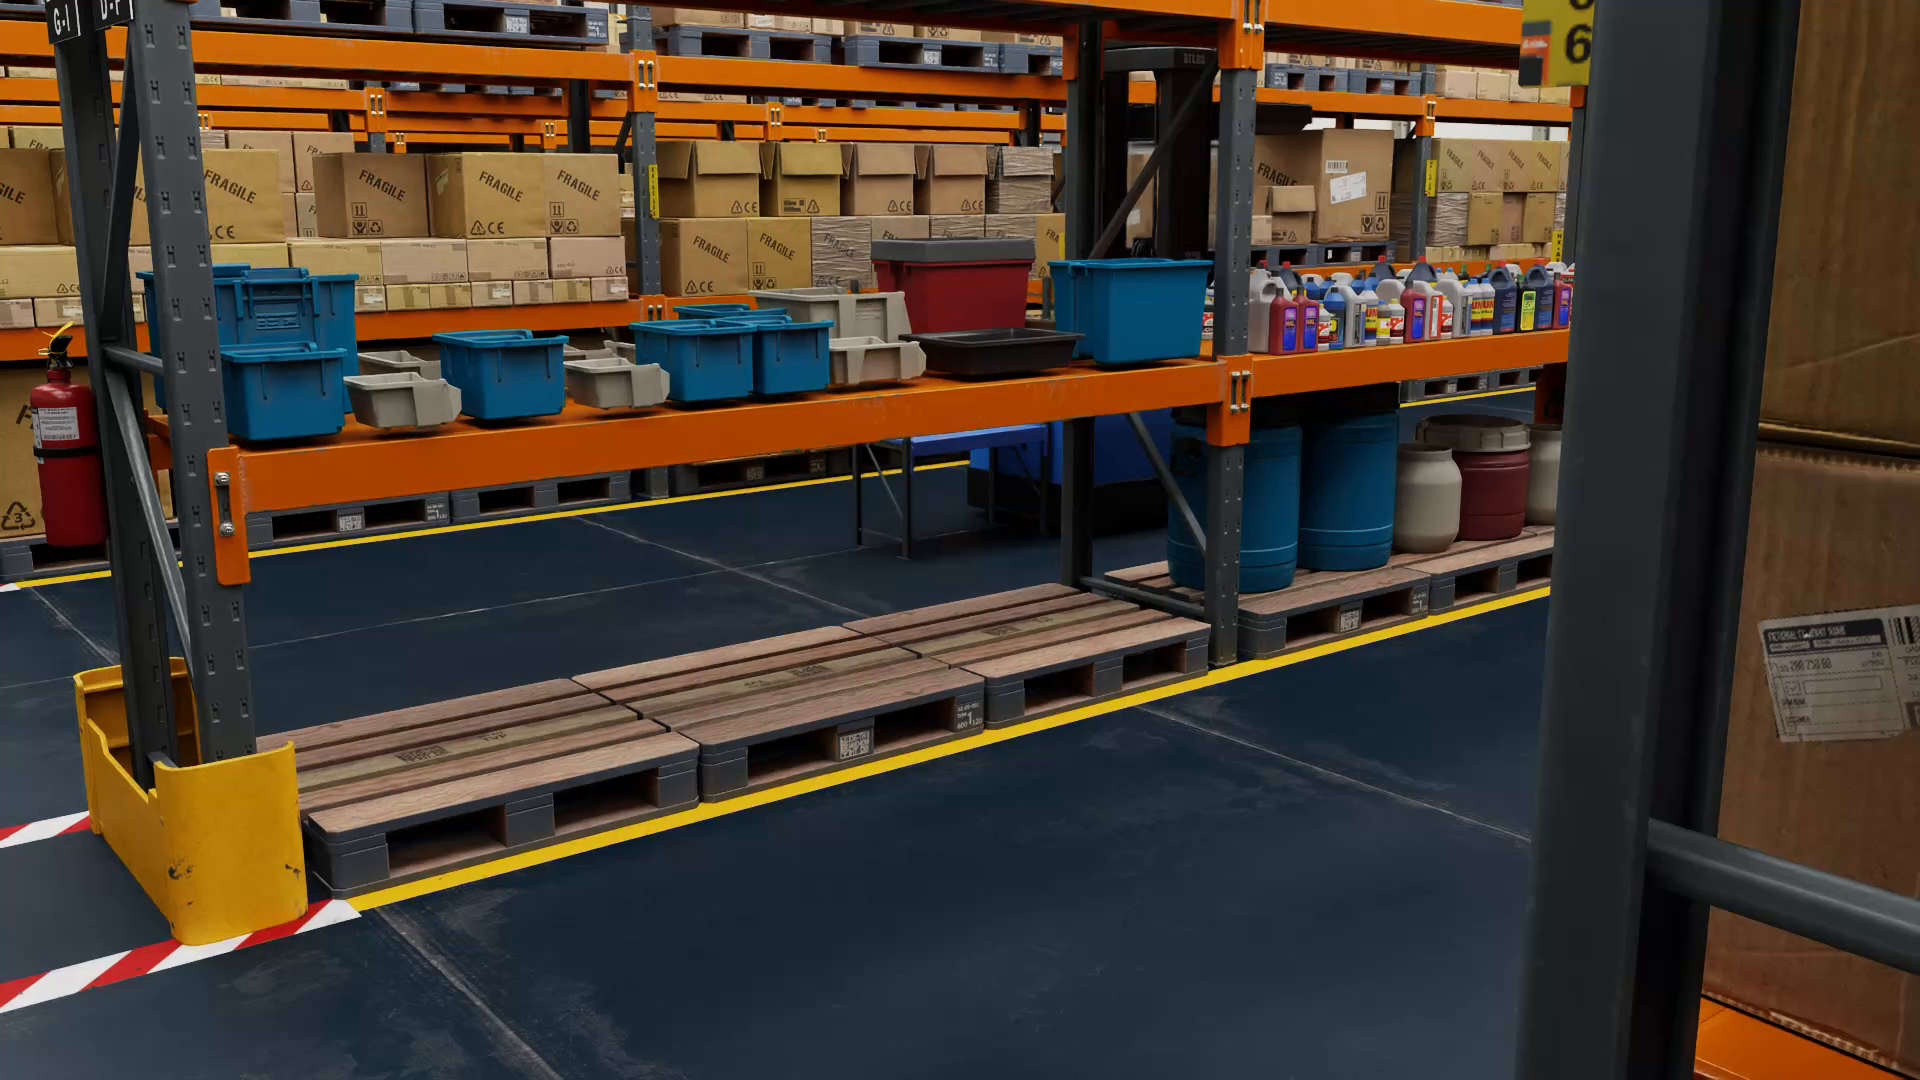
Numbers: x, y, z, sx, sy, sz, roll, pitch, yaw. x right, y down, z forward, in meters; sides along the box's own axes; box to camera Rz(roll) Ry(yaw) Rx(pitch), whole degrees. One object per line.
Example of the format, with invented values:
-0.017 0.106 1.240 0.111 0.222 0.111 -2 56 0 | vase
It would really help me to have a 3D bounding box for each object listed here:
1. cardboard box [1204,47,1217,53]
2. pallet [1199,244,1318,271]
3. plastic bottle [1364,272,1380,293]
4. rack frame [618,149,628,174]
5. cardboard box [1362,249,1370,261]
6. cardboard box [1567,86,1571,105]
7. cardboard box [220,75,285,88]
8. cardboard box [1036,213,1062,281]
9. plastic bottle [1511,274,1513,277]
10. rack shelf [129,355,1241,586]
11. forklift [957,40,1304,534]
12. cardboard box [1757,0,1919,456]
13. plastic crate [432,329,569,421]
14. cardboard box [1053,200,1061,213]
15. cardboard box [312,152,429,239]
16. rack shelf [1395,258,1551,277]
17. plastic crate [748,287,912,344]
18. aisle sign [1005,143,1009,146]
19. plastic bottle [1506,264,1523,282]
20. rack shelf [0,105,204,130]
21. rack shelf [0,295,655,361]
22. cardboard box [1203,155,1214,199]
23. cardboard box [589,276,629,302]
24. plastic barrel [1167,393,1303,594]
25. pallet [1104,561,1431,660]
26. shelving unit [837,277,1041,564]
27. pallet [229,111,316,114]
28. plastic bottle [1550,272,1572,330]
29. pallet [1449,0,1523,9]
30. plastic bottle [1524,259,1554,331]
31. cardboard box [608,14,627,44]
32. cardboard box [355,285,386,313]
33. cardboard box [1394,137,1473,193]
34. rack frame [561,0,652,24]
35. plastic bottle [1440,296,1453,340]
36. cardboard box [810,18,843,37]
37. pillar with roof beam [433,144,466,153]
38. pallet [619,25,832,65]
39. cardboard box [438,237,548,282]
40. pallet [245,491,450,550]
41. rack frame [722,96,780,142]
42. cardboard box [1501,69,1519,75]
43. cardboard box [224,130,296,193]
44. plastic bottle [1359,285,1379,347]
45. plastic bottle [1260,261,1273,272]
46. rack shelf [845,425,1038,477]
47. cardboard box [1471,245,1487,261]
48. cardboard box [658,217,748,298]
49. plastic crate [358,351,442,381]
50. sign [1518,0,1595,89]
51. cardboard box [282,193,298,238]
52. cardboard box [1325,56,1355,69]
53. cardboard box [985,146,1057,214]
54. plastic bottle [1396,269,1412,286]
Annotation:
1.782 -4.177 13.412 0.500 0.500 0.500 -9 15 -37 | cardboard box
2.376 -2.501 14.649 1.213 0.211 1.003 -9 15 -38 | pallet
2.113 -1.237 8.544 0.097 0.271 0.097 0 12 0 | plastic bottle
-5.315 -5.263 27.191 0.127 3.000 1.000 -9 15 -38 | rack frame
3.964 -2.803 16.214 0.250 0.149 0.380 -9 15 -38 | cardboard box
6.092 -4.530 16.878 0.500 0.250 0.500 -9 15 -36 | cardboard box
-5.899 -3.854 13.696 0.500 0.250 0.500 -9 15 -38 | cardboard box
0.625 -2.276 12.887 0.500 0.500 0.500 -9 15 -36 | cardboard box
2.722 -1.170 8.198 0.133 0.283 0.061 -9 15 -38 | plastic bottle
-0.735 -0.398 6.013 4.000 0.370 1.077 -9 15 -38 | rack shelf
1.437 -1.696 10.558 3.031 2.935 1.130 -10 15 -39 | forklift
0.970 -0.327 1.298 0.500 0.500 0.500 -10 15 -38 | cardboard box
-1.384 -0.502 5.029 0.300 0.233 0.416 -9 15 -38 | plastic crate
1.240 -3.792 19.902 0.550 0.550 0.875 -9 15 -38 | cardboard box
-3.594 -2.100 10.137 0.500 0.500 0.500 -10 16 -39 | cardboard box
5.541 -2.758 17.129 4.000 0.370 1.077 -9 15 -38 | rack shelf
-0.481 -0.812 6.374 0.530 0.282 0.437 -9 15 -38 | plastic crate
0.767 -6.307 25.851 0.004 0.787 0.394 -9 15 -38 | aisle sign
3.049 -1.404 9.318 0.135 0.276 0.152 -9 15 -38 | plastic bottle
-10.020 -4.276 17.054 4.000 0.370 1.077 -9 15 -38 | rack shelf
-3.829 -1.201 9.796 4.000 0.370 1.077 -9 15 -38 | rack shelf
2.875 -4.610 21.157 0.550 0.550 0.875 -9 15 -38 | cardboard box
-2.301 -1.597 10.533 0.250 0.149 0.380 -9 15 -37 | cardboard box
1.262 -0.256 7.654 0.708 0.901 0.600 -9 15 -38 | plastic barrel
1.455 0.261 7.890 1.213 0.211 1.003 -9 15 -38 | pallet
-0.108 -0.714 9.382 1.048 1.500 0.538 -10 15 -39 | shelving unit
-7.773 -4.921 18.820 1.217 0.209 0.805 -10 16 -40 | pallet
3.008 -1.201 8.346 0.133 0.283 0.061 -9 15 -38 | plastic bottle
2.261 -2.649 8.118 1.213 0.211 1.003 -9 15 -38 | pallet
2.858 -1.220 8.273 0.185 0.351 0.144 -9 15 -38 | plastic bottle
-3.309 -4.775 15.590 0.258 0.266 0.396 -9 15 -38 | cardboard box
-3.504 -1.397 9.593 0.250 0.149 0.380 -9 15 -37 | cardboard box
4.490 -3.551 15.768 0.500 0.500 0.500 -9 15 -38 | cardboard box
-2.267 -4.747 10.321 0.127 3.000 1.000 -9 15 -38 | rack frame
2.257 -1.041 7.789 0.097 0.201 0.097 0 12 0 | plastic bottle
-1.011 -3.531 11.410 0.250 0.149 0.380 -10 16 -40 | cardboard box
-5.294 -7.295 22.321 0.400 9.000 9.100 -9 15 -38 | pillar with roof beam
-1.582 -3.313 11.250 1.217 0.209 0.805 -10 16 -40 | pallet
-2.851 -1.717 10.140 0.500 0.250 0.500 -9 15 -36 | cardboard box
-3.863 -0.203 10.079 1.213 0.211 1.003 -9 15 -38 | pallet
-2.164 -3.149 17.238 0.127 3.000 1.000 -9 15 -38 | rack frame
5.243 -4.568 16.102 0.250 0.149 0.380 -10 15 -39 | cardboard box
-5.886 -3.141 13.835 0.500 0.500 0.500 -10 16 -39 | cardboard box
1.819 -1.003 7.439 0.097 0.271 0.097 0 12 0 | plastic bottle
1.484 -1.182 8.090 0.185 0.351 0.144 -9 15 -38 | plastic bottle
-0.108 -0.538 9.420 1.000 0.185 0.538 -10 15 -39 | rack shelf
4.906 -2.808 16.237 0.250 0.149 0.380 -9 15 -38 | cardboard box
-1.752 -1.881 11.024 0.500 0.500 0.500 -9 15 -37 | cardboard box
-1.773 -0.526 5.374 0.243 0.136 0.396 -9 15 -38 | plastic crate
0.464 -0.500 1.214 0.005 0.325 0.100 -9 15 -38 | sign
-5.895 -2.649 13.925 0.500 0.500 0.500 -10 16 -39 | cardboard box
3.308 -4.320 14.840 0.258 0.266 0.396 -9 15 -36 | cardboard box
0.275 -2.779 12.839 0.637 0.503 0.797 -9 15 -36 | cardboard box
2.327 -1.284 8.753 0.135 0.276 0.152 -9 15 -38 | plastic bottle
